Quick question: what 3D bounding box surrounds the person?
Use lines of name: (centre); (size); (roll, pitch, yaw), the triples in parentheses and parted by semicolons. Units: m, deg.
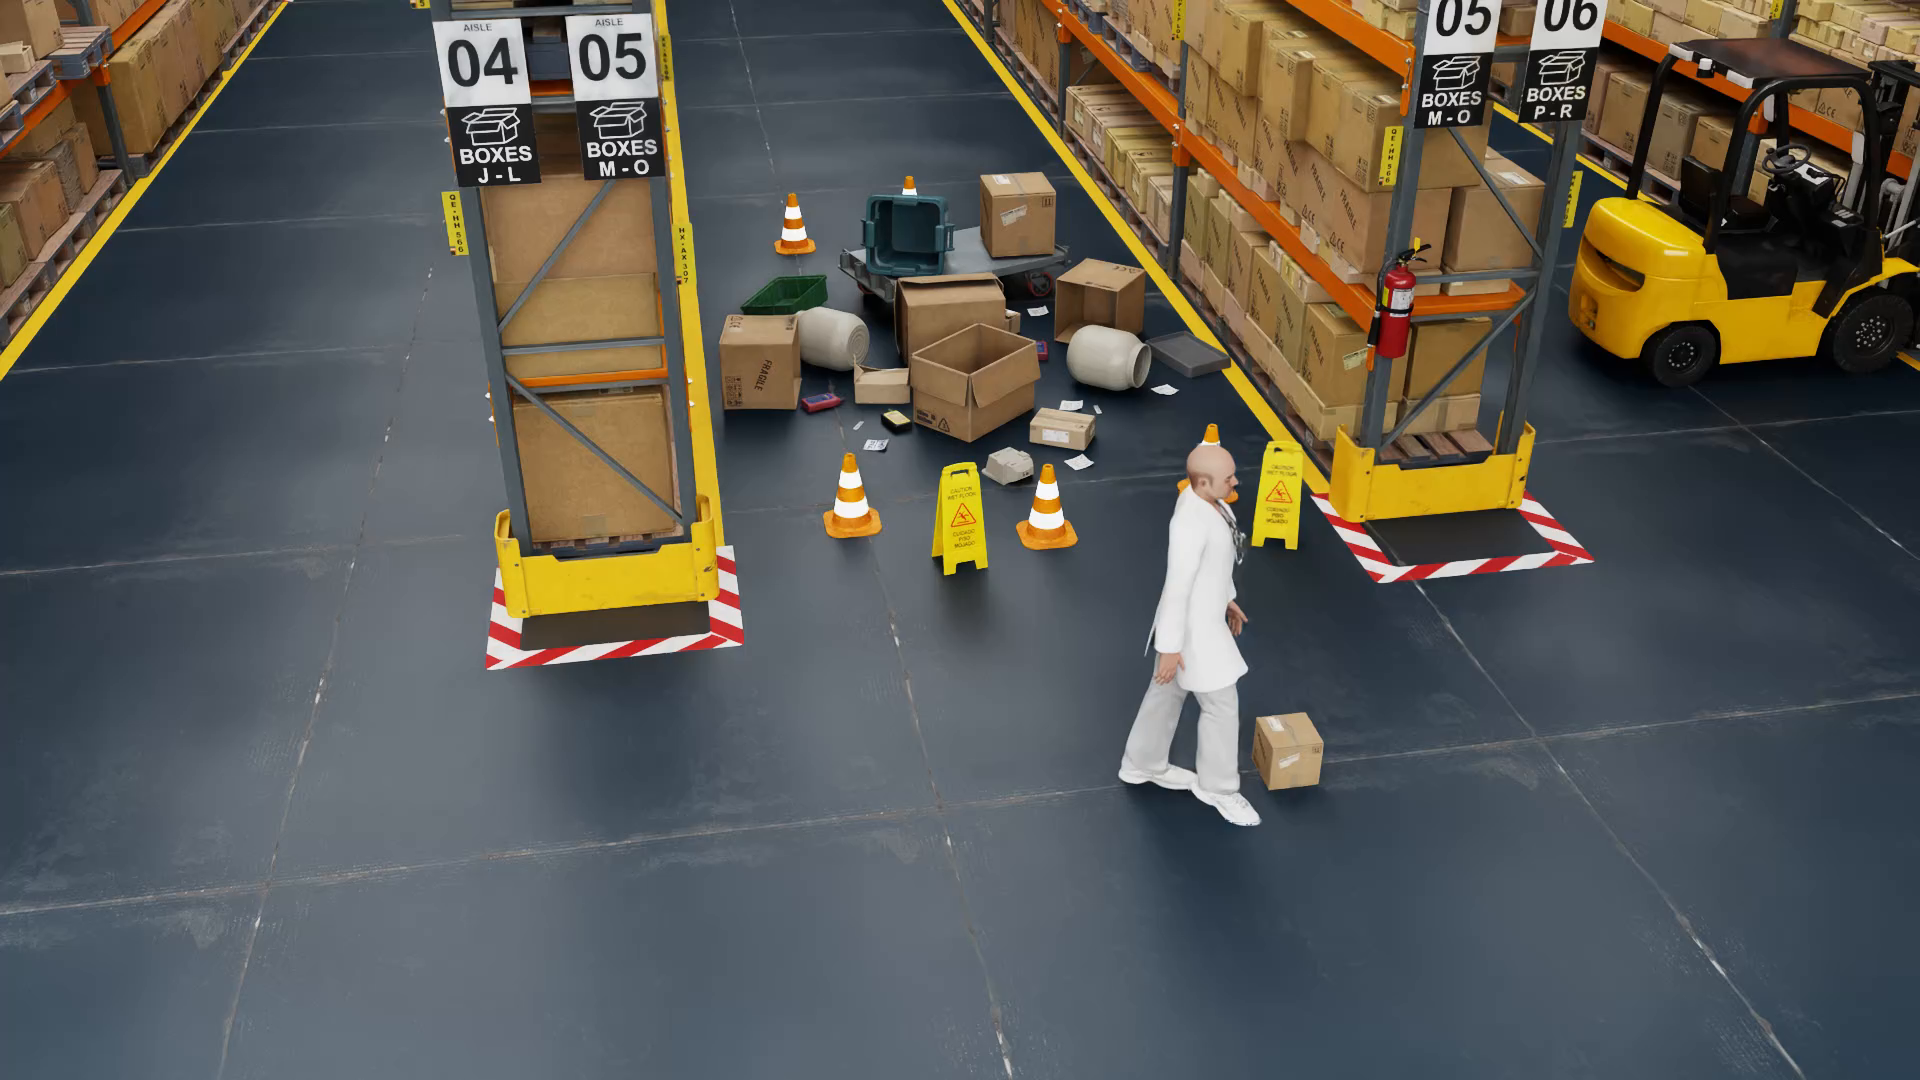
person: (1.092, 0.407, 7.482); (0.675, 1.829, 0.626); (3, 30, 6)
